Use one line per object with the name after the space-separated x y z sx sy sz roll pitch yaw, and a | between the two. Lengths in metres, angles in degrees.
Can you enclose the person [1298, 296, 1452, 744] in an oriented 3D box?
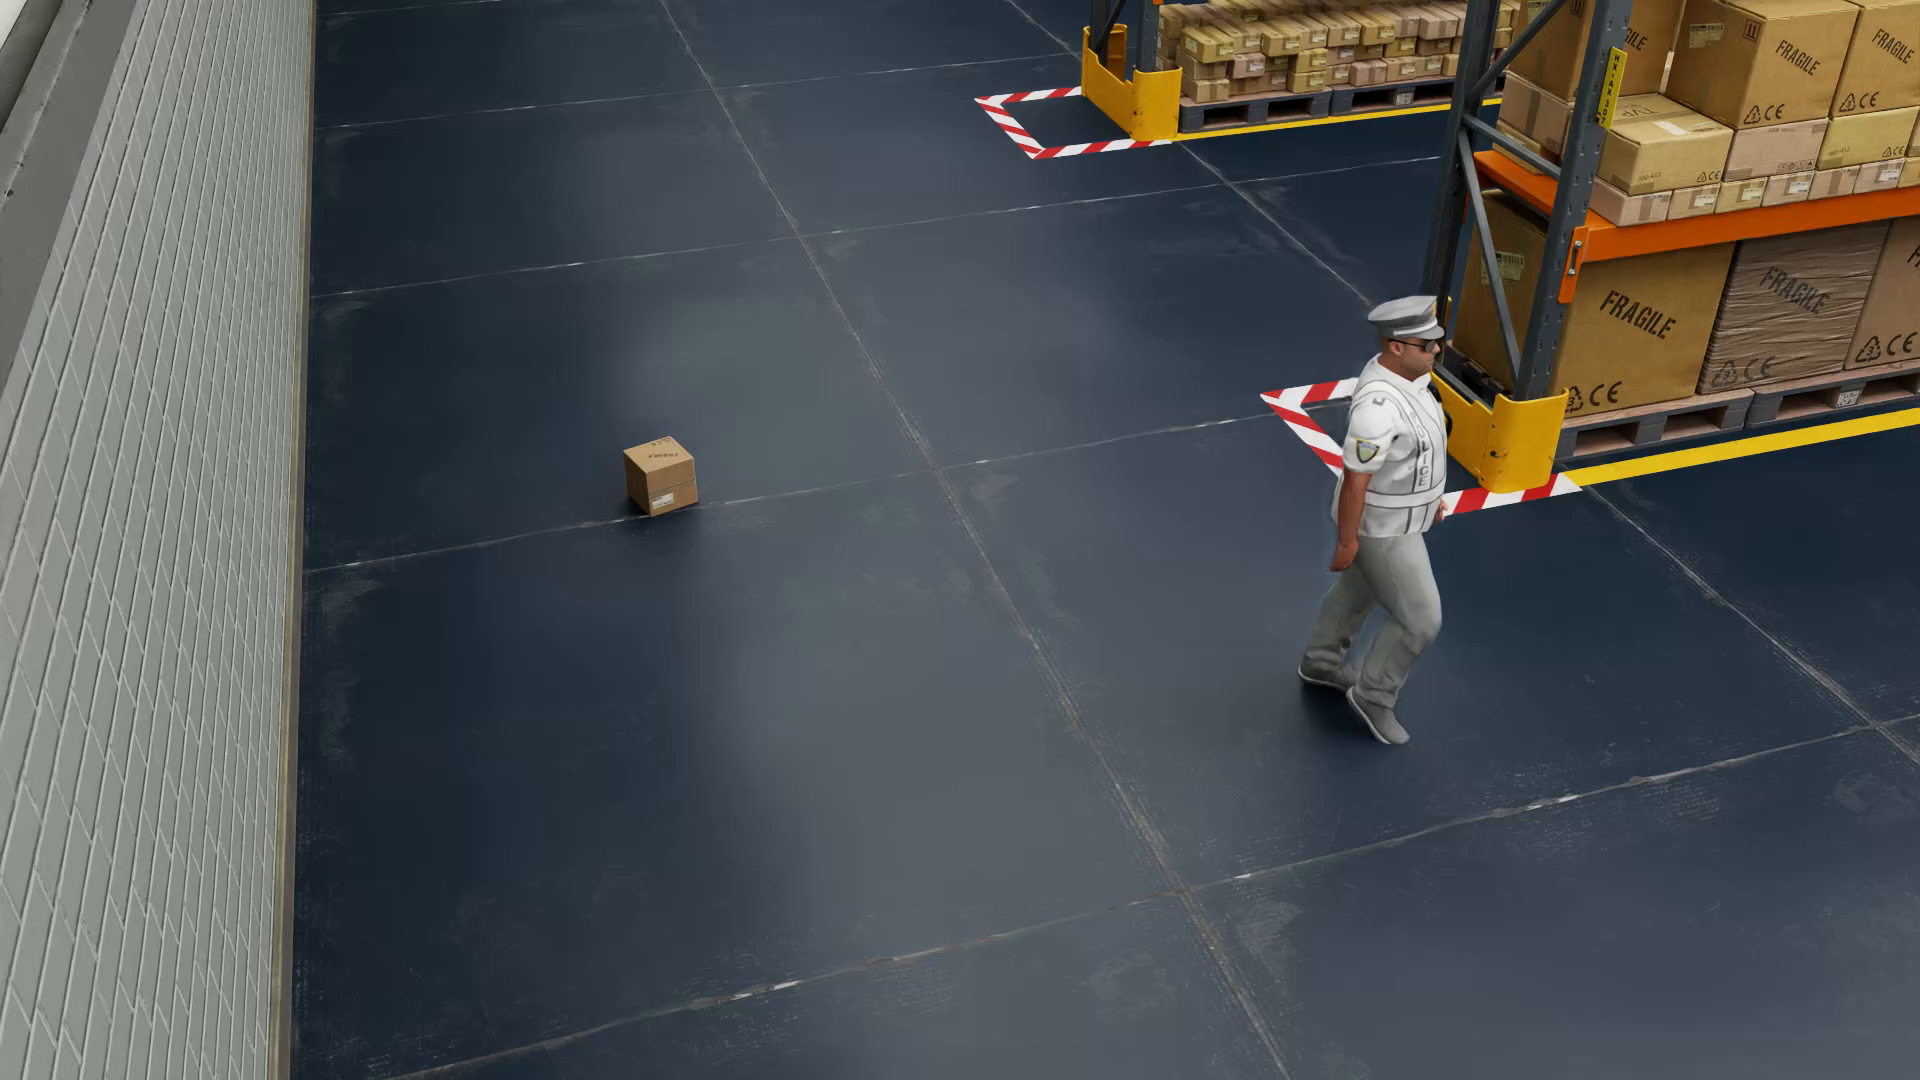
1.616 -0.069 6.248 0.510 1.843 0.548 11 35 16 | person
